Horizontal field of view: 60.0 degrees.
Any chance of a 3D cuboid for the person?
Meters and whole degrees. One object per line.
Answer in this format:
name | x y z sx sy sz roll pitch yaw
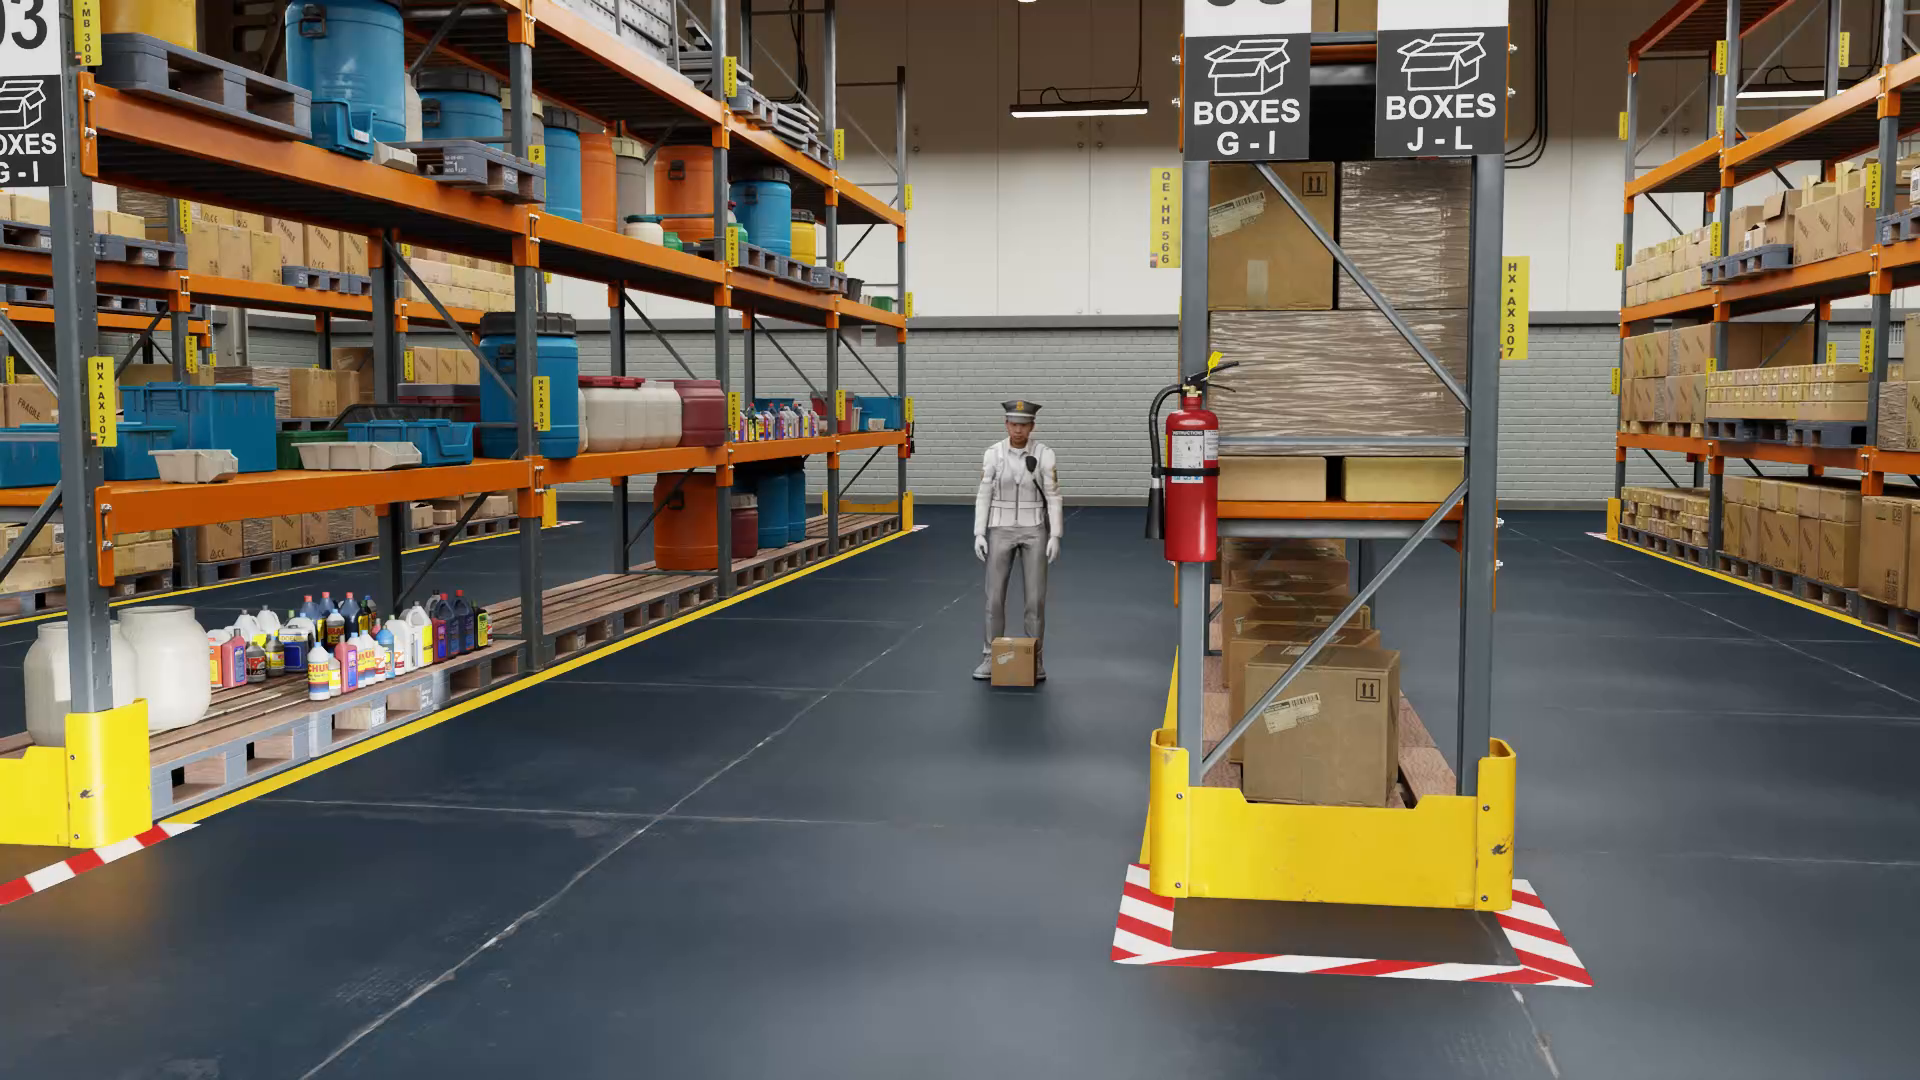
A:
person | 0.349 -0.007 9.962 0.533 1.663 0.379 1 5 8
